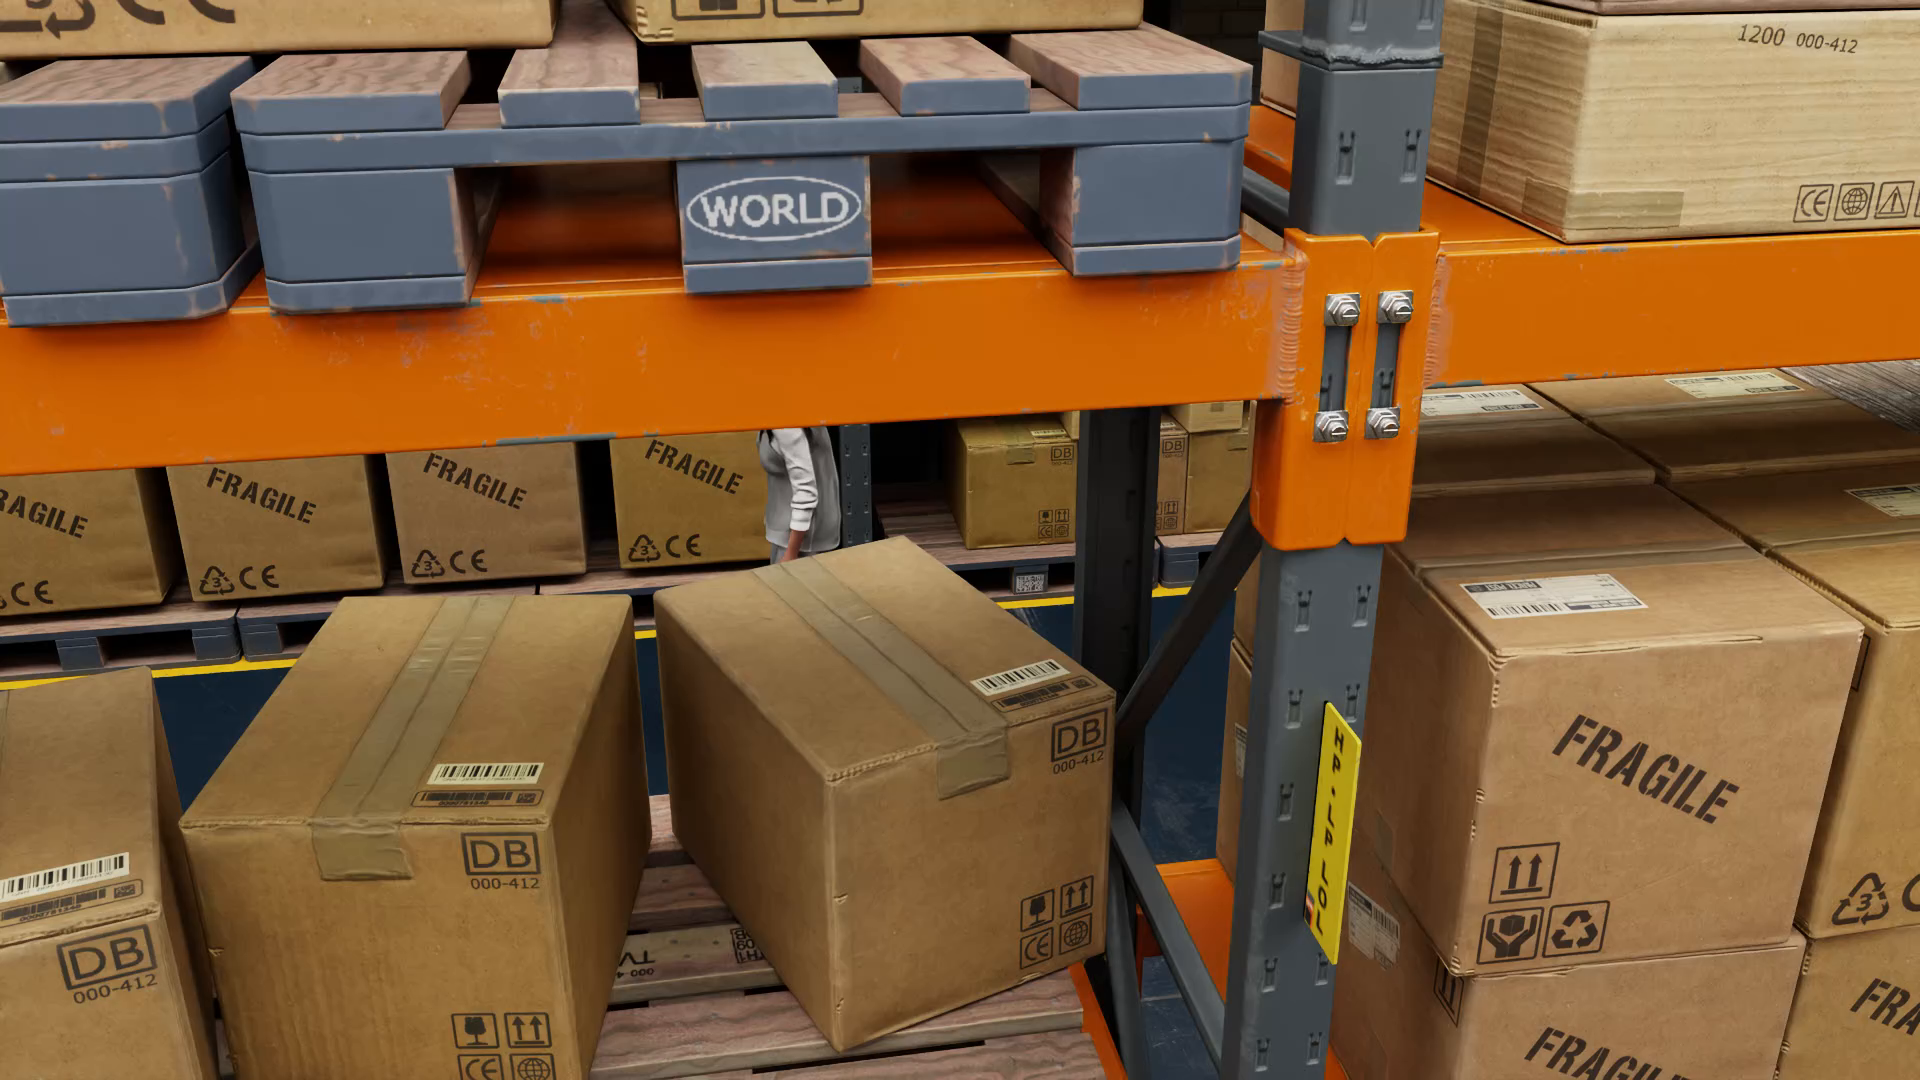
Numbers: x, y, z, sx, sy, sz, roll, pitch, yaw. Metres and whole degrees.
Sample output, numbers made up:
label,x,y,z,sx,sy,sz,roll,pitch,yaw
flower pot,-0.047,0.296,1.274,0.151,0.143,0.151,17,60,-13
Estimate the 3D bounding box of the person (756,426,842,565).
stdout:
label,x,y,z,sx,sy,sz,roll,pitch,yaw
person,-0.628,-0.003,6.135,0.371,1.580,0.459,-4,24,-9
